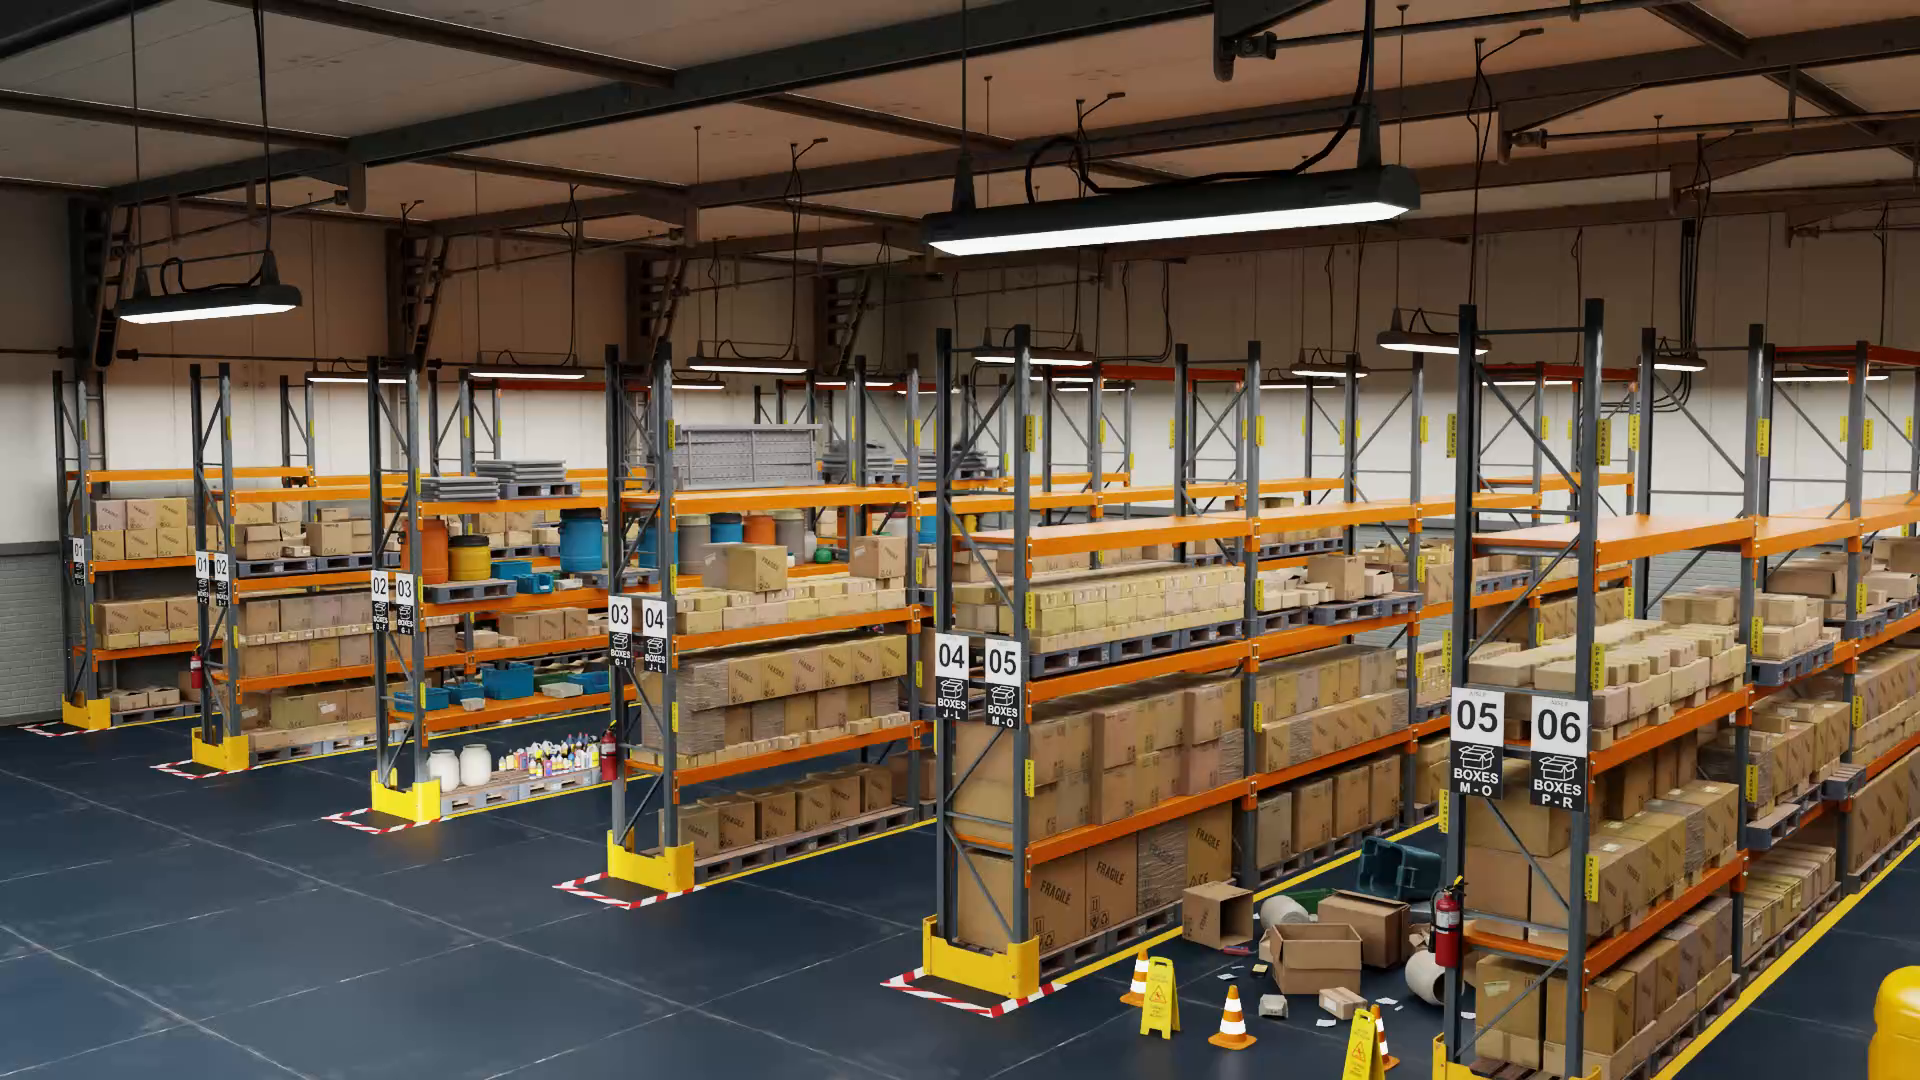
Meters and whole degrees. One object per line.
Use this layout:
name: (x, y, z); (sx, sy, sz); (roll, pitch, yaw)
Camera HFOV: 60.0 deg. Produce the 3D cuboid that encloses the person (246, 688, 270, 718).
person: (-11.344, 2.415, 26.837); (0.573, 1.630, 0.537); (2, 5, 30)
